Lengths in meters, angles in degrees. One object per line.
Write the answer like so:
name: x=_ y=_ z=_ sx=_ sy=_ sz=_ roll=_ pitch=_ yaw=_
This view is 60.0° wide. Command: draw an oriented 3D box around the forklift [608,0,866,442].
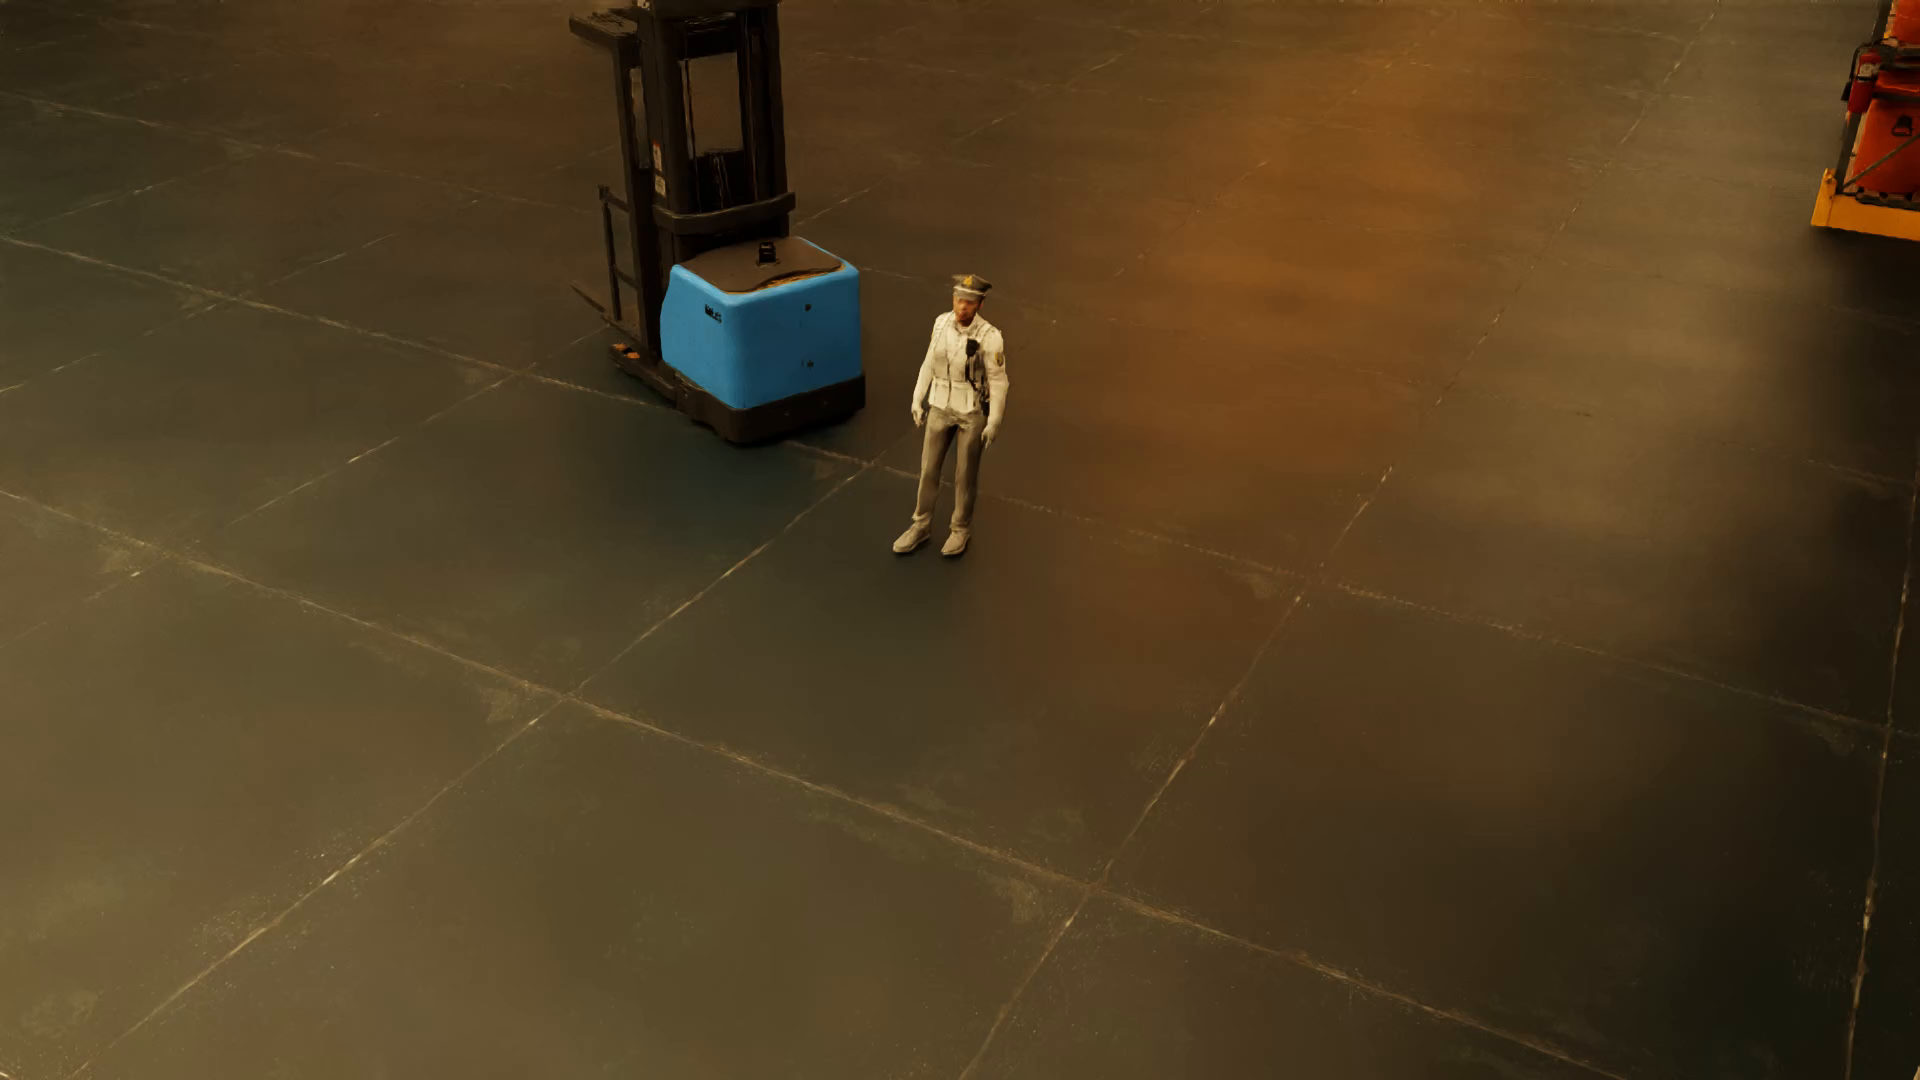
forklift: x=-1.601 y=-2.346 z=11.200 sx=1.129 sy=2.867 sz=1.939 roll=-20 pitch=35 yaw=-31

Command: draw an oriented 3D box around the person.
person: x=-0.055 y=-0.689 z=9.530 sx=0.568 sy=1.651 sz=0.500 roll=15 pitch=33 yaw=25
